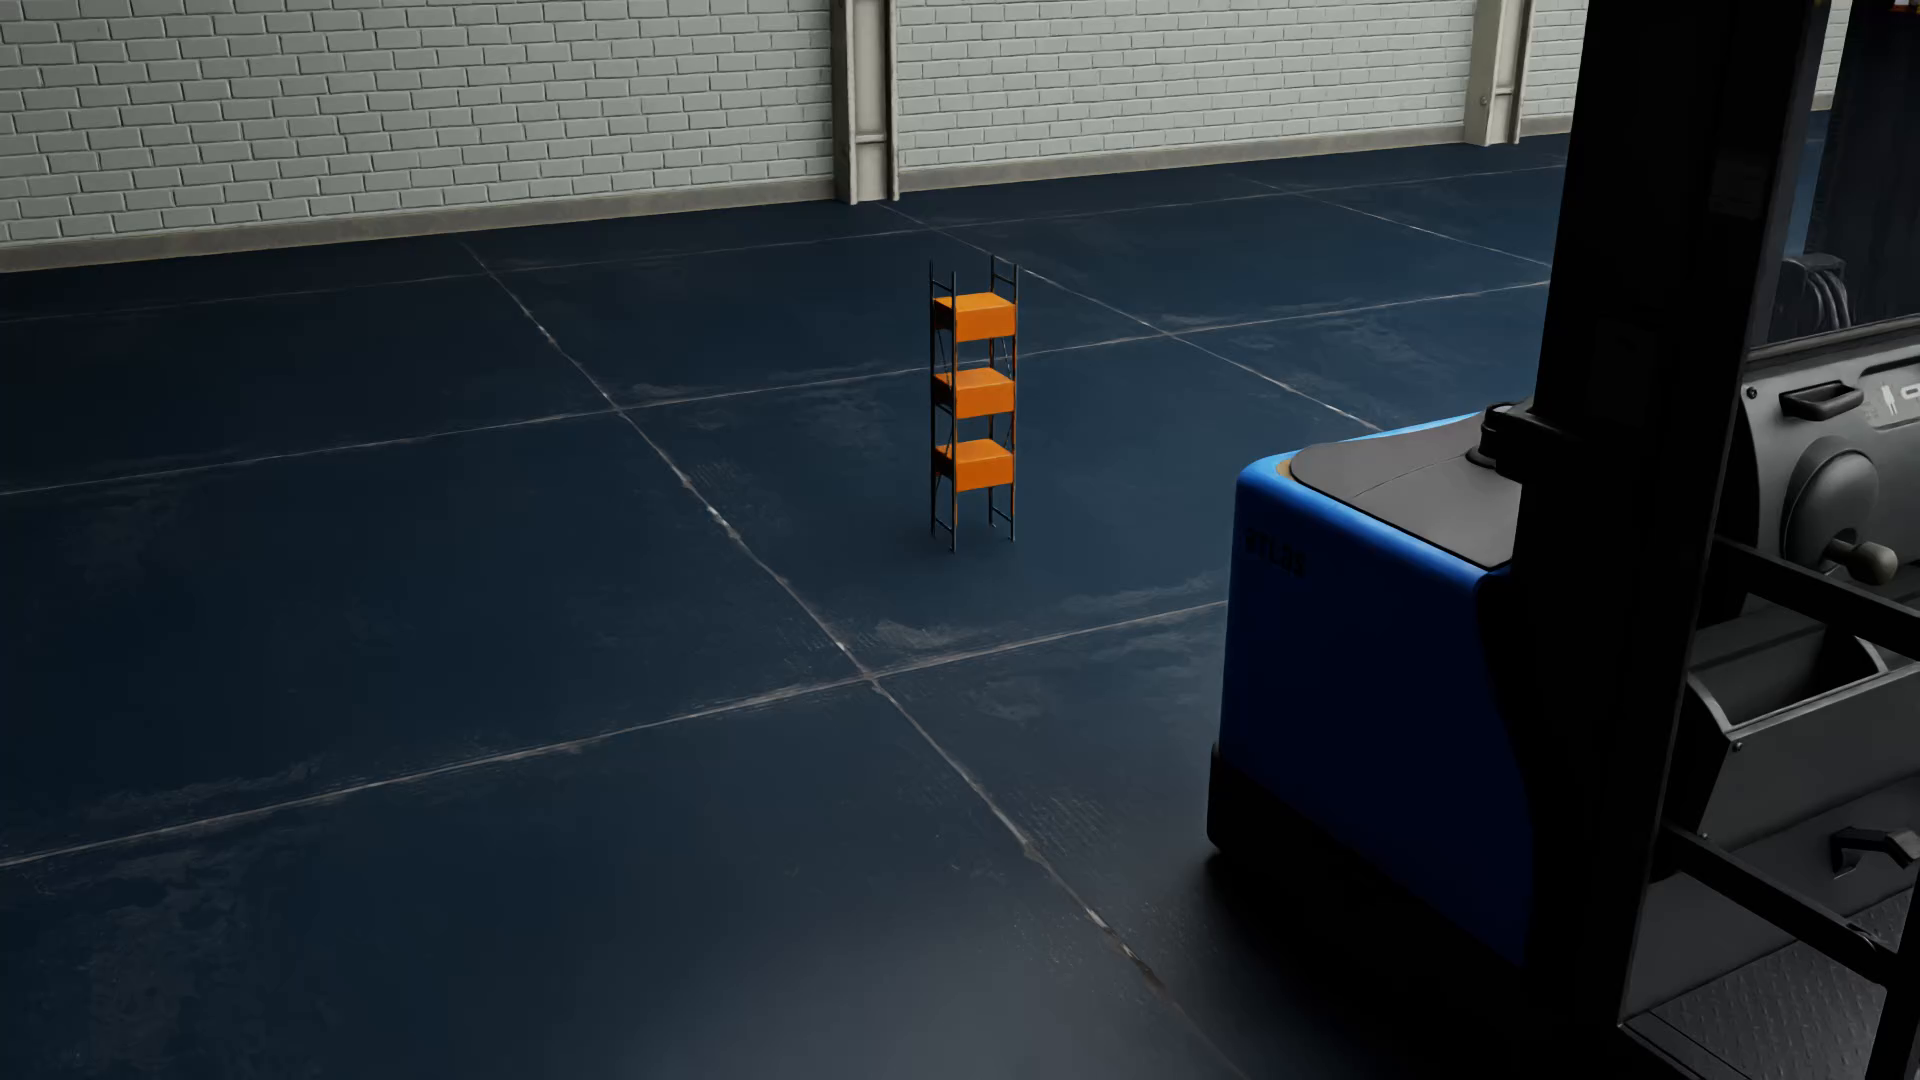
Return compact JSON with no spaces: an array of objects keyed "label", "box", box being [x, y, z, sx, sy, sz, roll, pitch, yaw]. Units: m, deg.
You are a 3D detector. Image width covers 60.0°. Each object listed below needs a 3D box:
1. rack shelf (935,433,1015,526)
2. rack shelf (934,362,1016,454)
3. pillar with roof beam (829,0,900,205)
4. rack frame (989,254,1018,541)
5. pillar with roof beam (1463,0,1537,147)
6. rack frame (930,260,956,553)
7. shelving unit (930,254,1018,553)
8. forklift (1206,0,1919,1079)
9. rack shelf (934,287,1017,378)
[{"label":"rack shelf","box":[0.048,-0.227,6.181,0.240,0.259,0.215,-10,25,-24]},{"label":"rack shelf","box":[0.048,-0.484,6.075,0.240,0.259,0.215,-10,25,-24]},{"label":"pillar with roof beam","box":[1.176,-5.217,7.087,0.400,9.000,9.100,-10,25,-24]},{"label":"rack frame","box":[0.158,-0.514,6.120,0.008,1.050,0.200,-10,25,-24]},{"label":"pillar with roof beam","box":[6.582,-6.212,9.492,0.400,9.000,9.100,-10,25,-24]},{"label":"rack frame","box":[-0.062,-0.474,6.022,0.008,1.050,0.200,-10,25,-24]},{"label":"shelving unit","box":[0.048,-0.494,6.071,0.252,1.050,0.215,-10,25,-24]},{"label":"forklift","box":[1.796,-0.148,2.774,1.130,2.935,3.031,-12,25,-27]},{"label":"rack shelf","box":[0.048,-0.746,5.966,0.240,0.259,0.215,-10,25,-24]}]
